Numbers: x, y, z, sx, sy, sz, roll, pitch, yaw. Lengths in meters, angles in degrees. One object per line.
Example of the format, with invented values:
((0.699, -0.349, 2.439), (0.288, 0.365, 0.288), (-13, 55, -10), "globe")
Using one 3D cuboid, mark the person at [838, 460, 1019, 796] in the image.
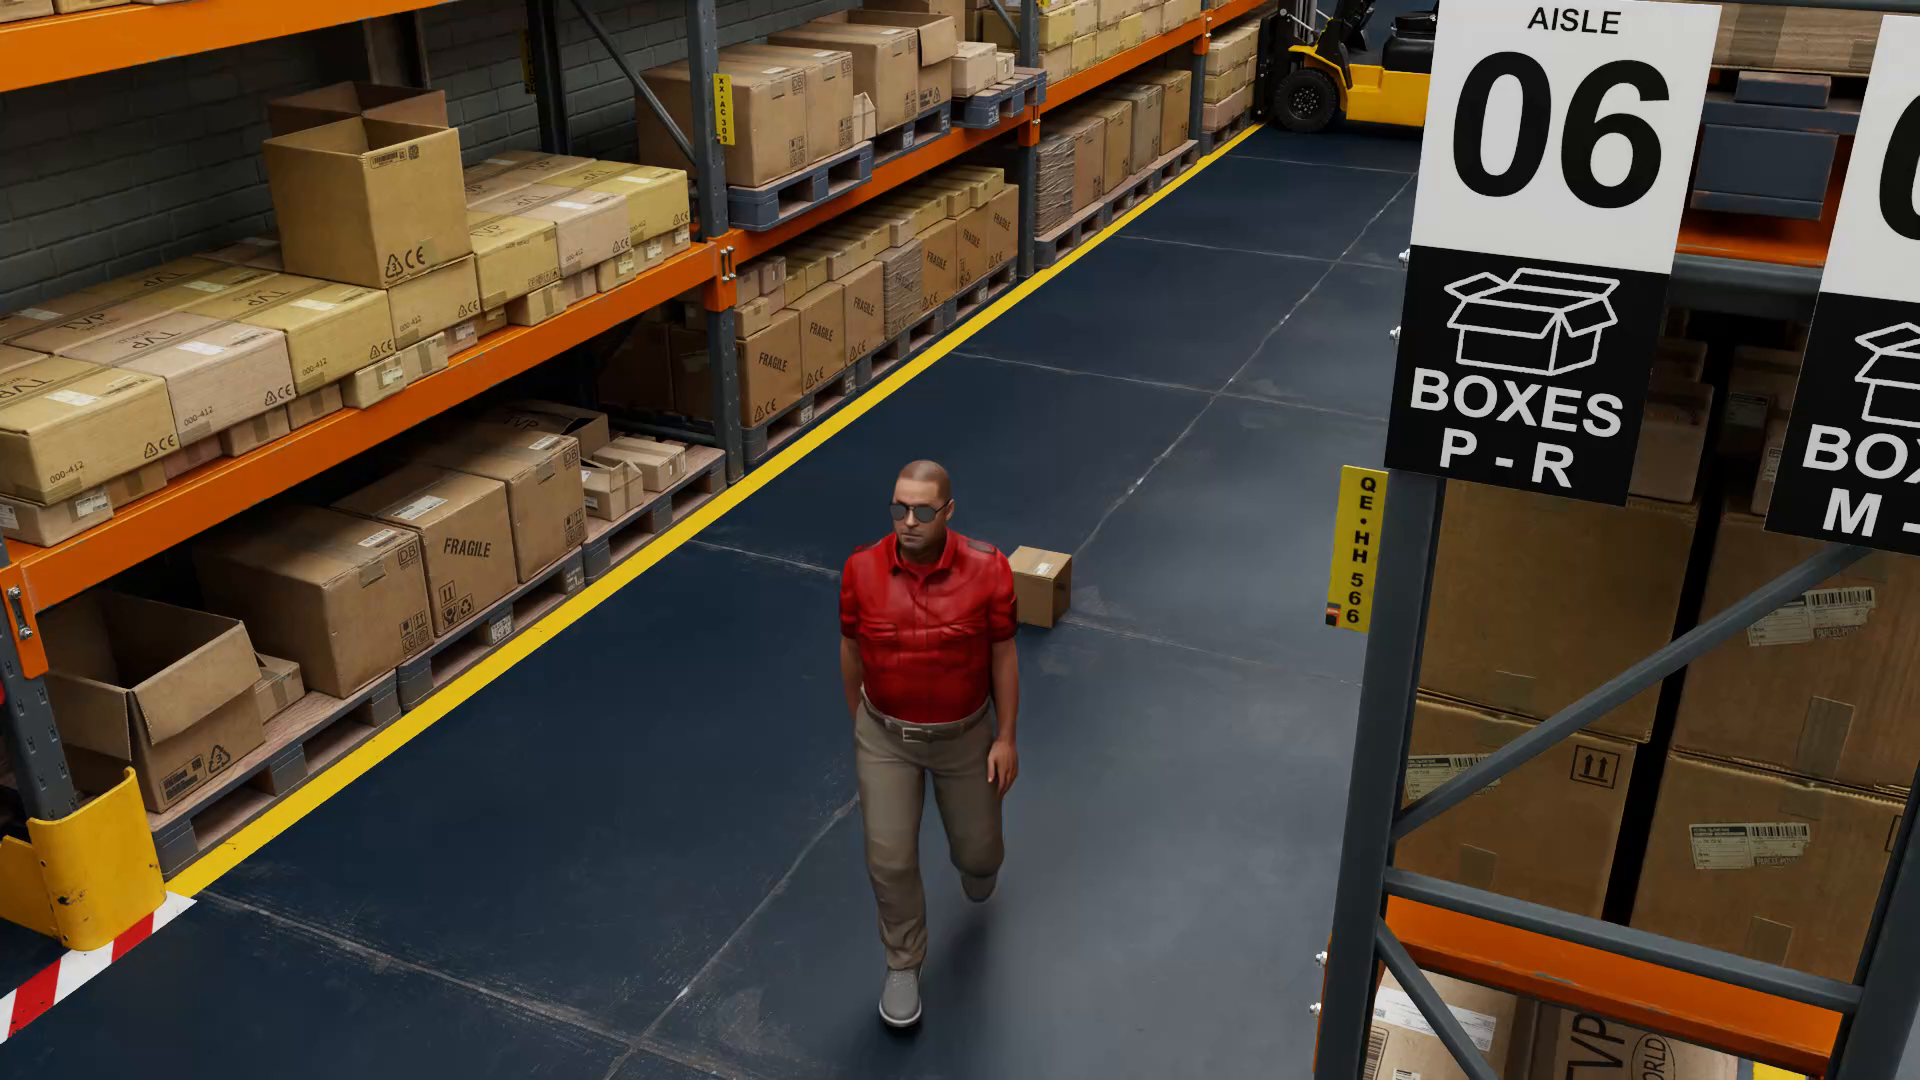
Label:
((-0.093, 0.281, 4.766), (0.538, 1.047, 0.334), (2, 26, 4), "person")
